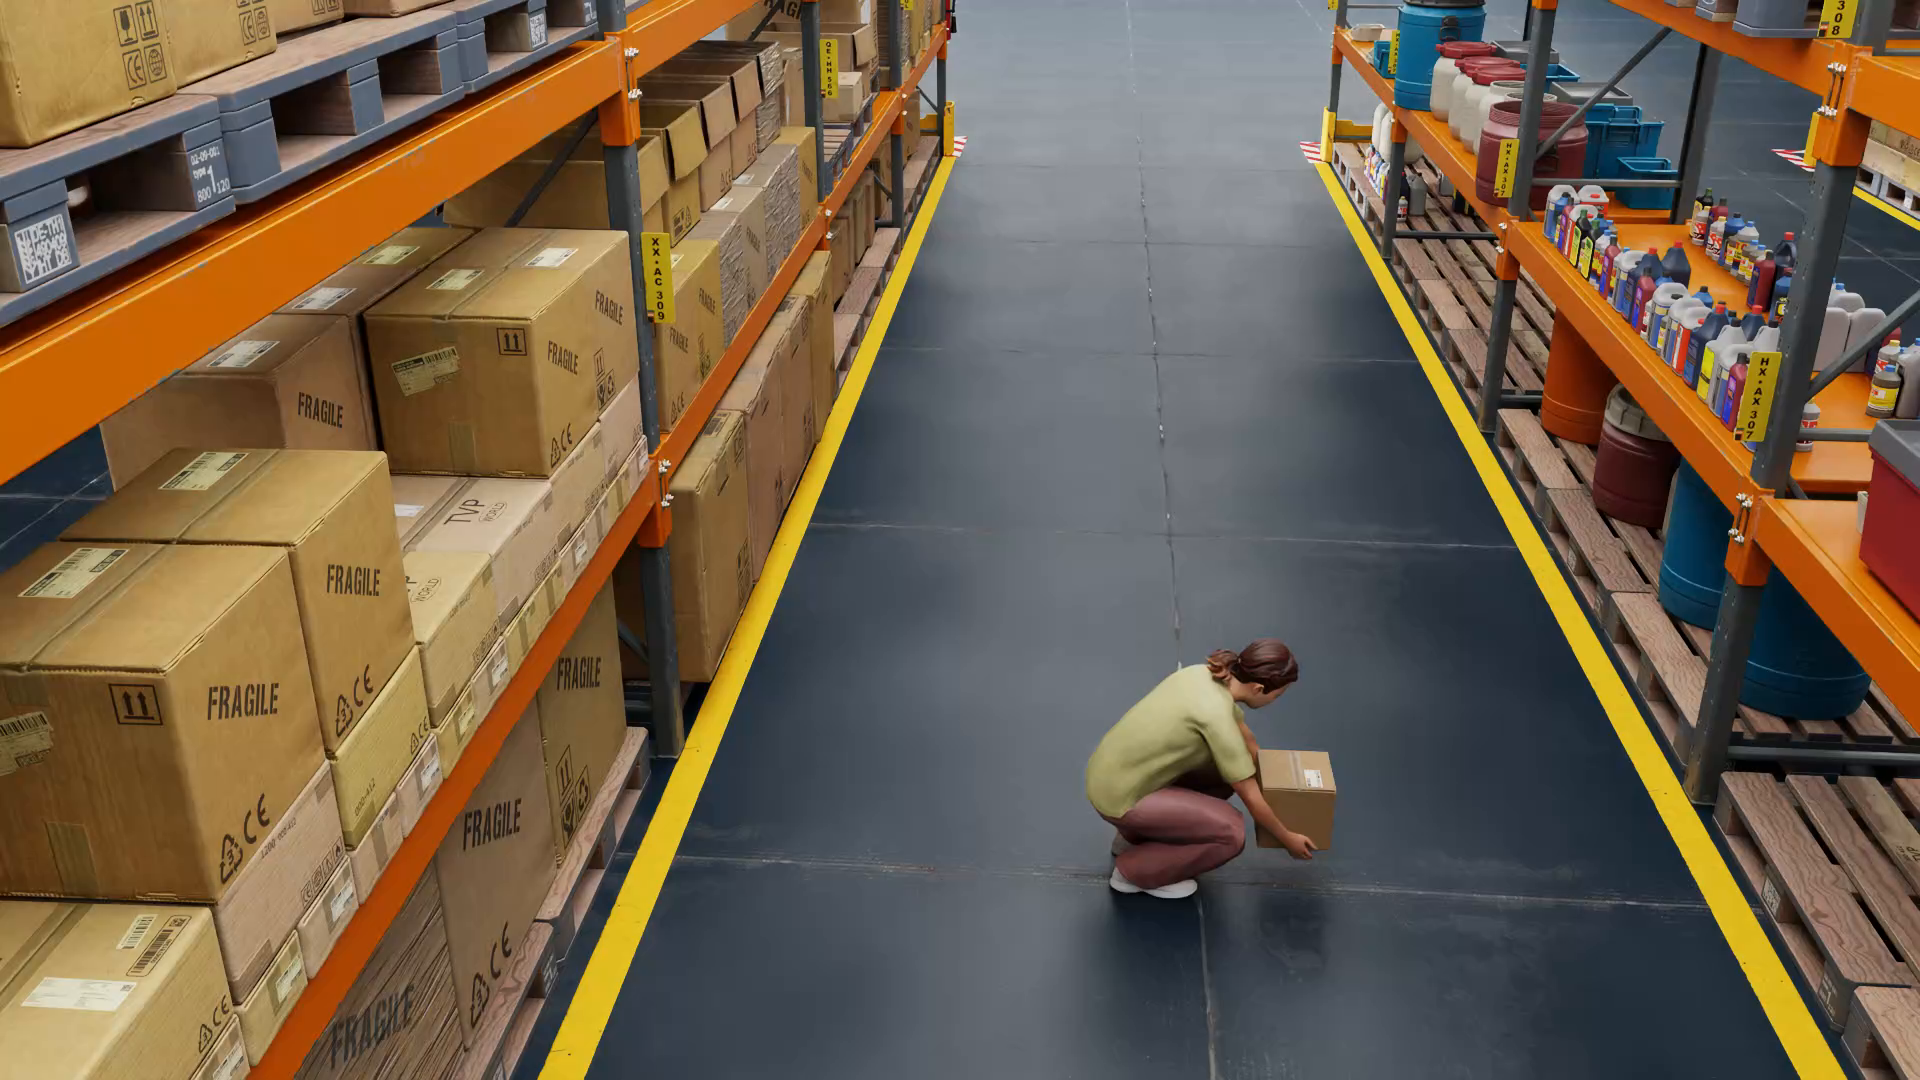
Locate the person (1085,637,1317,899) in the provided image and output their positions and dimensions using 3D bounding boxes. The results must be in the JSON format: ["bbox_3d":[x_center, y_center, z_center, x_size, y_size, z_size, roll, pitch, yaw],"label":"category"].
[{"bbox_3d":[0.845,0.788,5.819,0.806,0.908,0.478,2,25,4],"label":"person"}]
